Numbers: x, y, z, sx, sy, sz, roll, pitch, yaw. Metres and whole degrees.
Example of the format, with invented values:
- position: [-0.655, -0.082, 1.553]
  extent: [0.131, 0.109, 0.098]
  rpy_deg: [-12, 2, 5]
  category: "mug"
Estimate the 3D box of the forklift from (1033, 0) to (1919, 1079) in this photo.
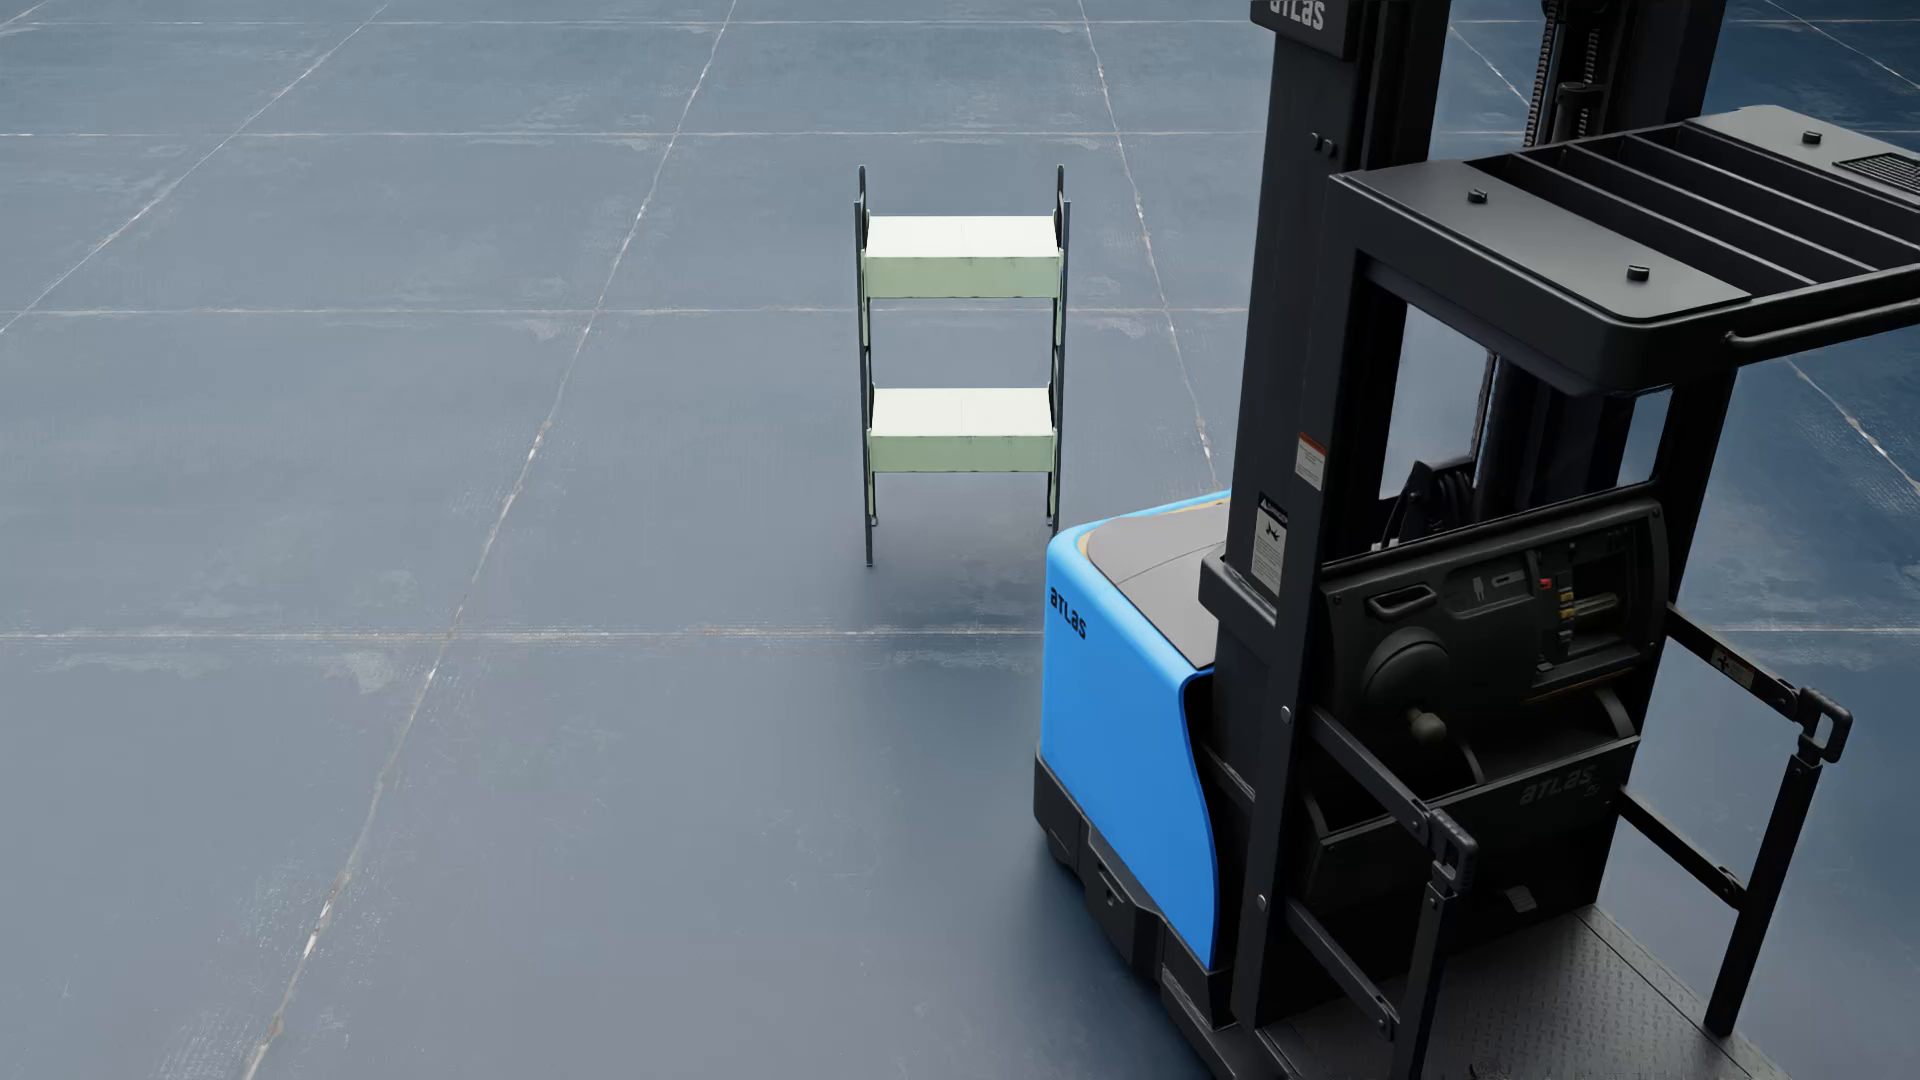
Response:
- position: [1.297, 0.234, 3.538]
  extent: [1.130, 2.935, 3.031]
  rpy_deg: [-13, 34, -21]
  category: "forklift"

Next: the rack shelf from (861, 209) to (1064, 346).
- position: [0.007, -0.975, 6.159]
  extent: [0.720, 0.370, 0.431]
  rpy_deg: [0, 31, 0]
  category: "rack shelf"

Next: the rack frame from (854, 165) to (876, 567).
- position: [-0.359, -0.640, 6.359]
  extent: [0.023, 1.500, 0.400]
  rpy_deg: [0, 31, 0]
  category: "rack frame"

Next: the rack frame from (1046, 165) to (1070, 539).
- position: [0.373, -0.642, 6.363]
  extent: [0.023, 1.500, 0.400]
  rpy_deg: [0, 31, 0]
  category: "rack frame"

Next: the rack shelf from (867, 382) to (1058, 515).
- position: [0.007, -0.363, 6.530]
  extent: [0.720, 0.370, 0.431]
  rpy_deg: [0, 31, 0]
  category: "rack shelf"

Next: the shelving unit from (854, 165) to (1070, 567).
- position: [0.007, -0.641, 6.361]
  extent: [0.755, 1.500, 0.431]
  rpy_deg: [0, 31, 0]
  category: "shelving unit"
